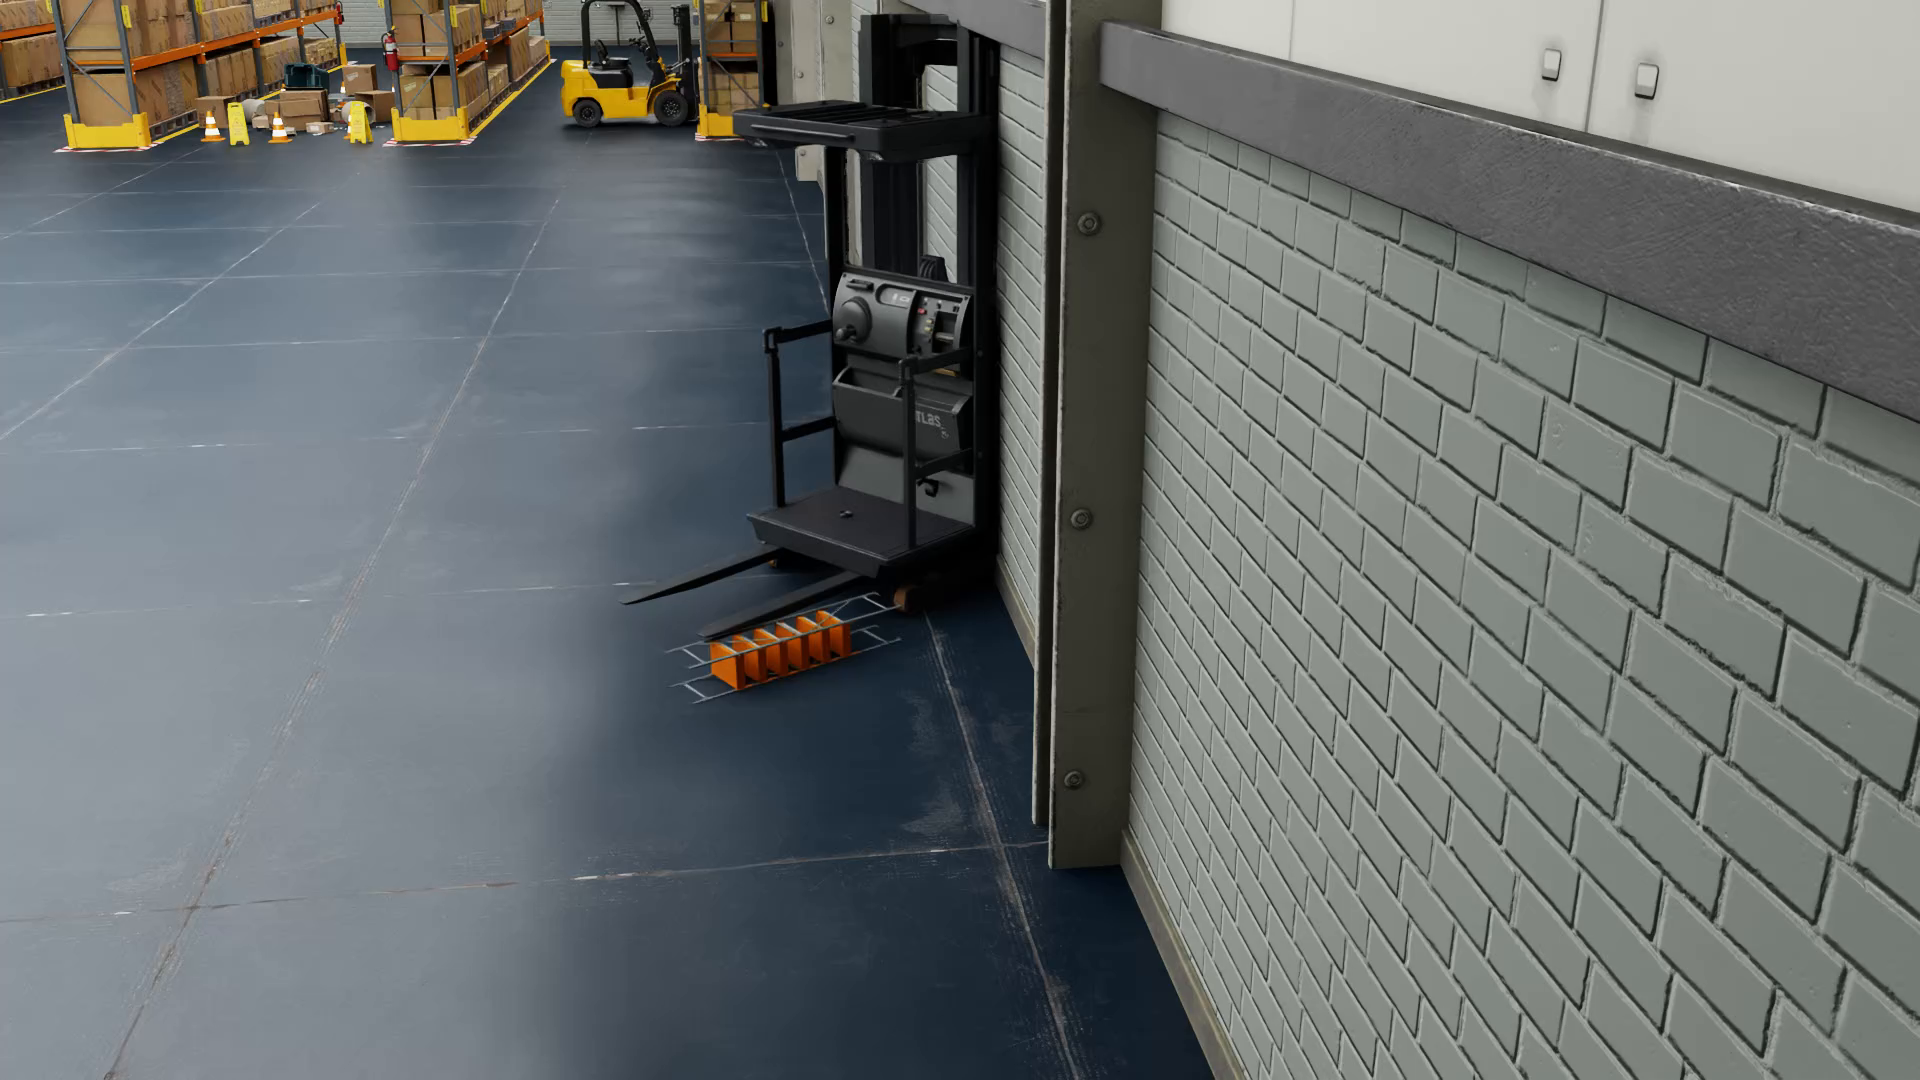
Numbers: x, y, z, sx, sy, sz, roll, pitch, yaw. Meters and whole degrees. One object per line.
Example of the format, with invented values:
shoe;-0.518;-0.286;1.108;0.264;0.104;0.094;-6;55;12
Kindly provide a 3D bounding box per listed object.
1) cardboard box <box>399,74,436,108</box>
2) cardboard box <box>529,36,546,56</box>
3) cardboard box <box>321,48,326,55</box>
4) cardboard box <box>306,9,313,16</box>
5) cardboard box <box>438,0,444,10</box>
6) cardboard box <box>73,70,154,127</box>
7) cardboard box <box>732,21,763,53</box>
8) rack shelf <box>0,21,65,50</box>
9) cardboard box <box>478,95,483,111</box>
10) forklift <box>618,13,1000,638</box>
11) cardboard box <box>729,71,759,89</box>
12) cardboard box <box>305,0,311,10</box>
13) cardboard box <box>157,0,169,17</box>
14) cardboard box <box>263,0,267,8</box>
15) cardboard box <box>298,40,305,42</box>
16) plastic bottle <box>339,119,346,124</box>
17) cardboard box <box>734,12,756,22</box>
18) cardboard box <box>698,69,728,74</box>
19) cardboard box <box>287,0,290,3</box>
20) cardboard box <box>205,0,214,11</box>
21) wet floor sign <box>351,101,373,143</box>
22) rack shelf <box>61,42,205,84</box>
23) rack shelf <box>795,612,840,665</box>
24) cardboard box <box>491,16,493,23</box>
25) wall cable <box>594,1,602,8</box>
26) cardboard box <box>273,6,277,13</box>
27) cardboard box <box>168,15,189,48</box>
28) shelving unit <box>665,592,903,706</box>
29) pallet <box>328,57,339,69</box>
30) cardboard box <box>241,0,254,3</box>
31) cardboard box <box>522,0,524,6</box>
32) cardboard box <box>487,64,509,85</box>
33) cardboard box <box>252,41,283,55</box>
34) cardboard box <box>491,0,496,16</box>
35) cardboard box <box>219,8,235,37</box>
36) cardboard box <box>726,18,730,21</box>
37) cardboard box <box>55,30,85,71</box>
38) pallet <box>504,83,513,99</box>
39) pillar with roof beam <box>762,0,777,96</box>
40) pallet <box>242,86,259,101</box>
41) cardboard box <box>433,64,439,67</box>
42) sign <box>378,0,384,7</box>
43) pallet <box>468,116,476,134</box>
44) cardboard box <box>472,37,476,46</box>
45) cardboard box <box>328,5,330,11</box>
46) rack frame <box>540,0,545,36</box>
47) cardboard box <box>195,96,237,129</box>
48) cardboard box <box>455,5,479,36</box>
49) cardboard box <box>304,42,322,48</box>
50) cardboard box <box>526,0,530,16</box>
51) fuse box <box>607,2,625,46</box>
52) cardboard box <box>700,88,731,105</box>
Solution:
cardboard box;-9.065;-7.519;27.819;0.500;0.500;0.500;-3;21;-7
cardboard box;-10.804;-12.308;41.444;0.875;0.438;0.875;-4;21;-10
cardboard box;-15.341;-11.634;39.628;0.380;0.149;0.250;-2;21;-5
cardboard box;-15.228;-12.222;38.513;0.380;0.149;0.250;-3;21;-7
cardboard box;-9.157;-9.342;28.445;0.700;0.500;0.500;-3;21;-8
cardboard box;-13.739;-7.143;26.991;0.875;0.875;0.875;-3;21;-7
cardboard box;-3.577;-8.479;27.988;0.500;0.500;0.500;-2;21;-6
rack shelf;-19.940;-10.620;34.893;1.077;0.370;4.000;-3;21;-8
cardboard box;-8.762;-7.737;29.474;0.500;0.250;0.500;-3;21;-7
forklift;-0.454;-1.182;8.691;1.130;2.935;3.031;17;26;38
cardboard box;-3.662;-7.800;28.212;0.500;0.250;0.500;-3;21;-9
cardboard box;-15.206;-12.406;38.078;0.500;0.500;0.500;-3;21;-8
cardboard box;-13.997;-9.163;28.206;0.875;0.550;0.550;-3;21;-8
cardboard box;-14.754;-11.236;34.845;0.380;0.149;0.250;-3;21;-8
cardboard box;-15.957;-11.927;39.986;0.380;0.149;0.250;-4;21;-10
plastic bottle;-10.938;-7.462;29.608;0.133;0.061;0.283;1;20;2
cardboard box;-3.573;-8.728;27.727;0.380;0.149;0.250;-3;21;-9
cardboard box;-4.235;-7.944;28.599;0.500;0.250;0.500;-3;21;-7
cardboard box;-15.053;-11.956;36.773;0.380;0.149;0.250;-2;21;-6
cardboard box;-14.378;-10.135;30.993;0.700;0.500;0.500;-3;21;-7
wet floor sign;-9.723;-6.772;26.926;0.267;0.644;0.232;4;21;11
rack shelf;-13.864;-8.066;28.053;1.077;0.370;4.000;-3;21;-8
rack shelf;-0.704;0.478;8.161;0.103;0.180;0.258;-15;25;-35
cardboard box;-9.209;-10.024;32.027;0.380;0.149;0.250;-3;21;-7
wall cable;-10.432;-16.037;46.916;0.588;1.984;0.122;-3;21;-8
cardboard box;-14.861;-11.366;35.619;0.380;0.149;0.250;-2;21;-5
cardboard box;-13.985;-8.849;28.907;0.875;0.550;0.550;-3;21;-8
shelving unit;-0.834;0.513;8.066;1.200;0.189;0.258;-15;25;-35
pallet;-15.789;-11.634;40.564;1.003;0.211;1.213;-3;21;-8
cardboard box;-14.604;-11.009;33.814;0.380;0.149;0.250;-3;21;-8
cardboard box;-10.117;-12.173;37.522;0.500;0.250;0.500;-3;21;-8
cardboard box;-9.773;-9.534;34.112;0.950;0.372;0.625;-4;21;-11
cardboard box;-14.720;-10.456;35.324;0.500;0.250;0.500;-3;21;-7
cardboard box;-9.183;-10.285;31.798;0.500;0.500;0.500;-3;21;-8
cardboard box;-14.178;-9.862;31.690;0.500;0.500;0.500;-3;21;-7
cardboard box;-4.177;-8.631;28.394;0.500;0.500;0.500;-2;21;-6
cardboard box;-20.244;-11.084;37.542;0.875;0.875;0.875;-3;21;-8
pallet;-9.734;-9.188;34.014;1.003;0.211;1.213;-3;21;-8
pillar with roof beam;-8.114;-13.204;32.207;9.100;9.000;0.400;-3;21;-8
pallet;-14.690;-8.897;33.236;1.003;0.211;1.213;-3;21;-8
cardboard box;-9.374;-8.409;29.273;0.380;0.149;0.250;-2;21;-5
sign;-9.244;-8.664;26.521;0.100;0.325;0.005;-3;21;-8
pallet;-8.785;-6.998;28.151;1.003;0.211;1.213;-3;21;-8
cardboard box;-8.771;-8.815;29.389;0.380;0.149;0.250;-3;21;-9
cardboard box;-15.556;-12.946;40.449;0.380;0.149;0.250;-3;21;-8
rack frame;-10.998;-13.535;41.667;1.000;3.000;0.127;-3;21;-8
cardboard box;-12.913;-7.440;28.917;0.500;0.500;0.500;1;20;2
cardboard box;-8.877;-9.247;29.619;0.500;0.500;0.500;-2;21;-6
cardboard box;-15.416;-11.766;39.557;0.380;0.149;0.250;-4;21;-10
cardboard box;-10.230;-12.372;38.412;0.500;0.500;0.500;-2;21;-6
fuse box;-9.734;-14.938;47.265;0.539;1.711;0.414;-3;21;-8
cardboard box;-4.160;-7.542;28.238;0.500;0.250;0.500;-3;21;-8
